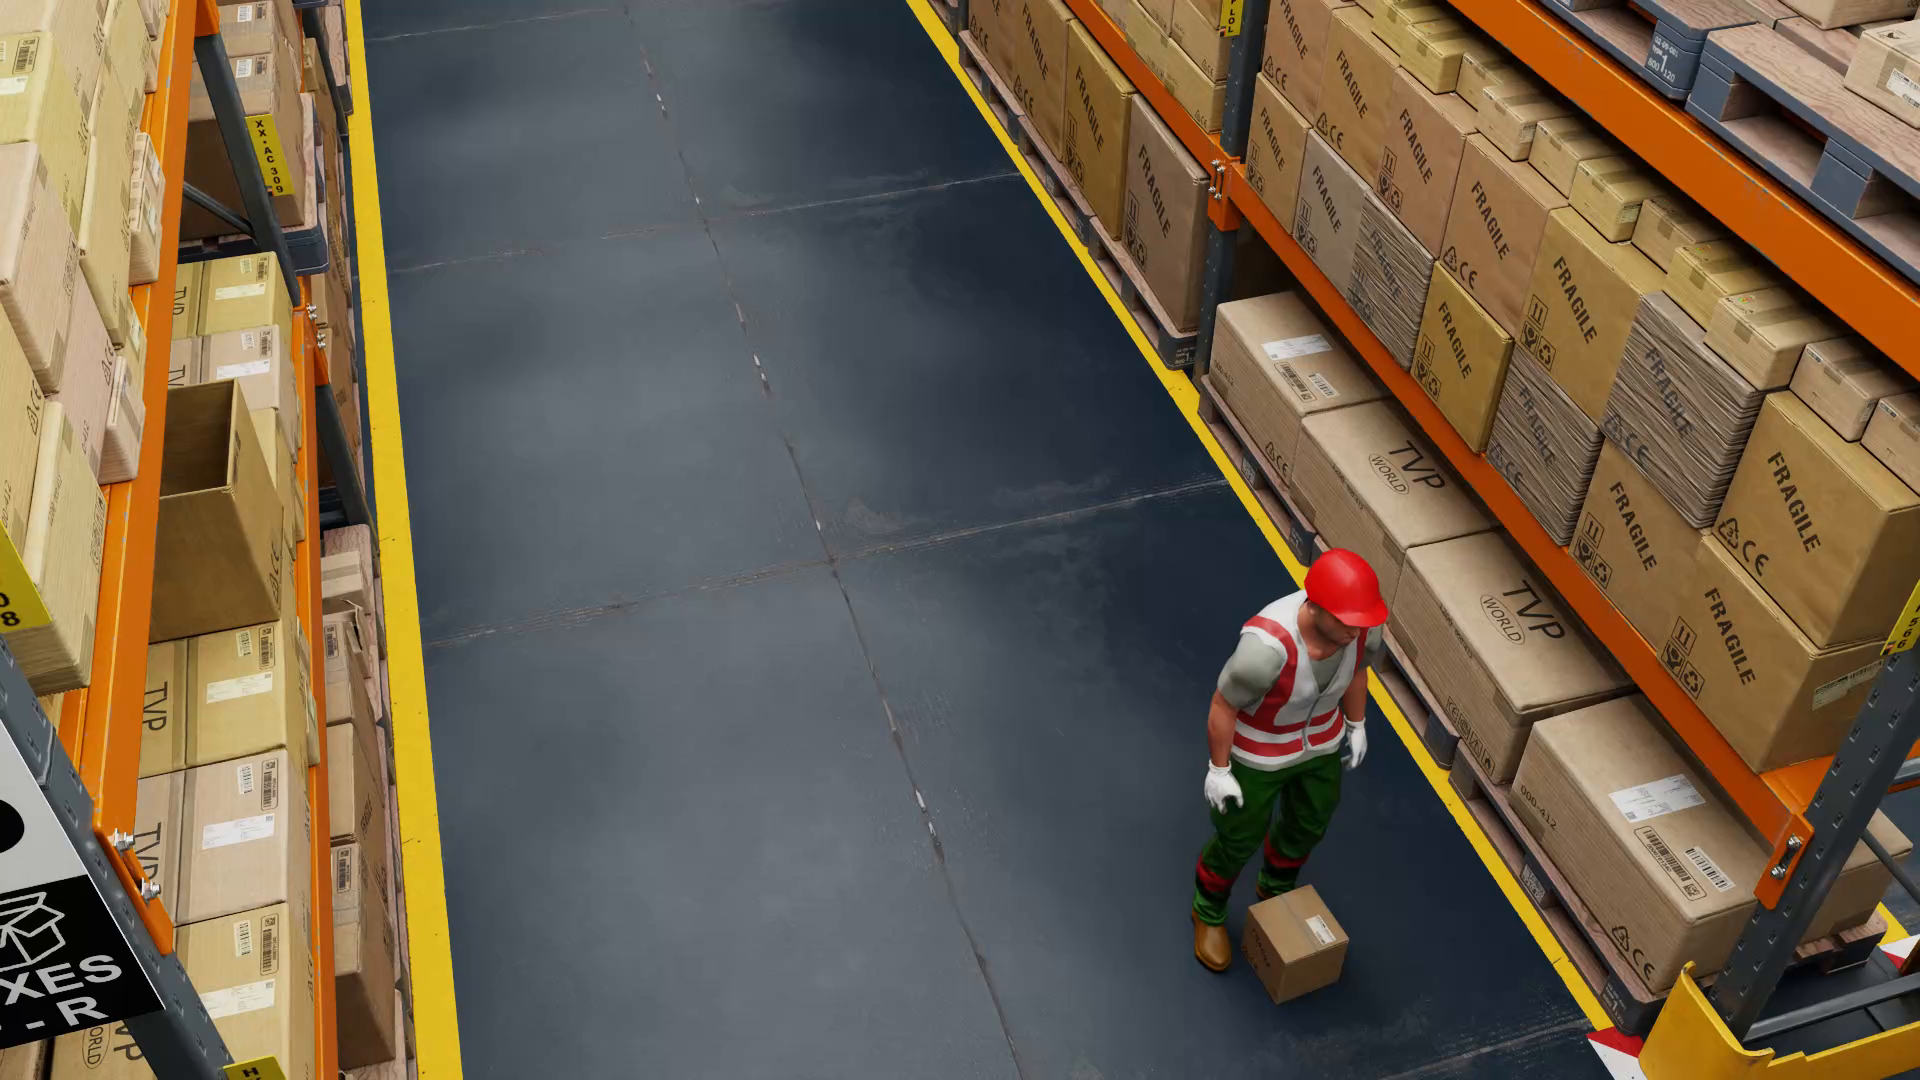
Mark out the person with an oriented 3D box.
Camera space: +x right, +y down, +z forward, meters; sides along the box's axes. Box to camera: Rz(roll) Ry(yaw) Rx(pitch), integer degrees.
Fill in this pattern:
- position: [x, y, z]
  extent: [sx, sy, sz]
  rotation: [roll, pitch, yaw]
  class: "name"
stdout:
- position: [1.063, 0.688, 5.381]
  extent: [0.610, 1.777, 0.451]
  rotation: [-16, 44, -17]
  class: "person"
